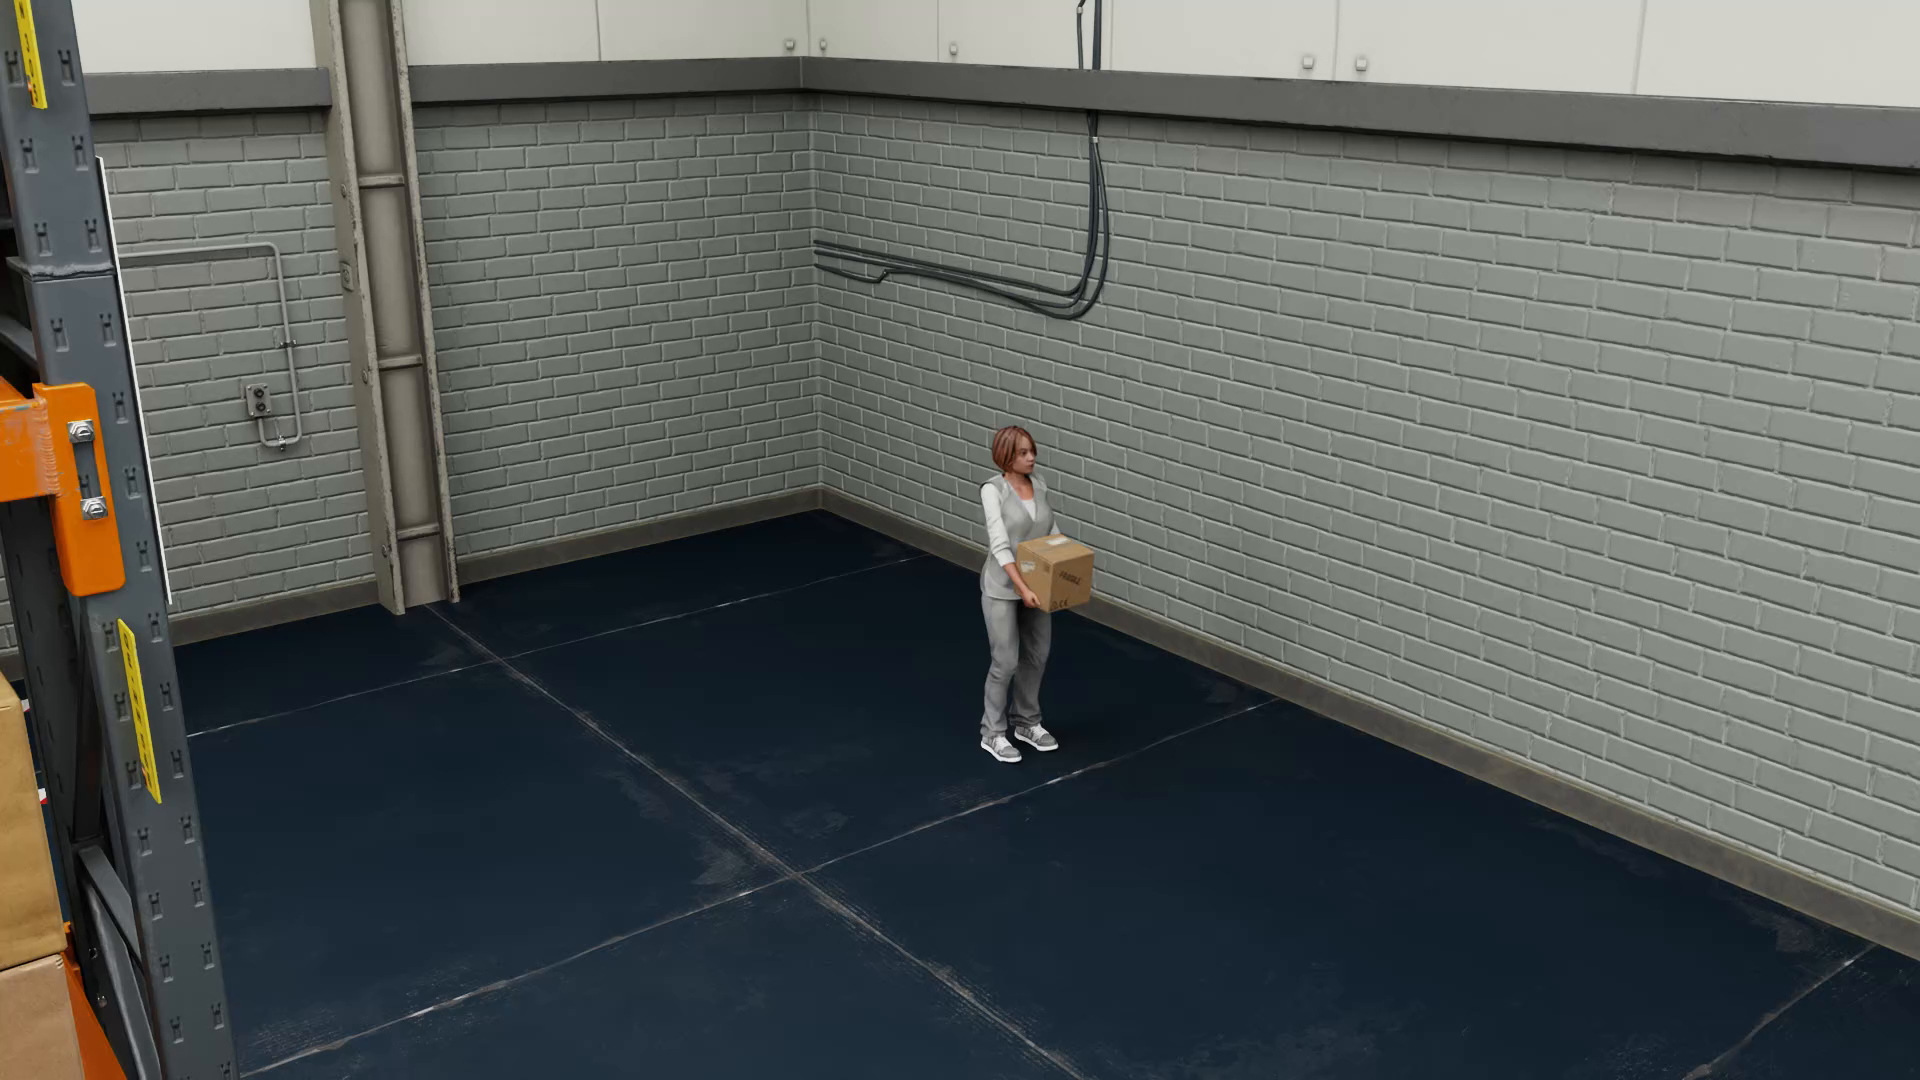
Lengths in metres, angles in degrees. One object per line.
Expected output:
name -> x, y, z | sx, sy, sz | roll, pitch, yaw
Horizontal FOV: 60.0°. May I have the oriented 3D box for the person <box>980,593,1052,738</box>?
person -> 0.262, 0.536, 7.913 | 0.354, 0.851, 0.248 | -13, 22, -35
